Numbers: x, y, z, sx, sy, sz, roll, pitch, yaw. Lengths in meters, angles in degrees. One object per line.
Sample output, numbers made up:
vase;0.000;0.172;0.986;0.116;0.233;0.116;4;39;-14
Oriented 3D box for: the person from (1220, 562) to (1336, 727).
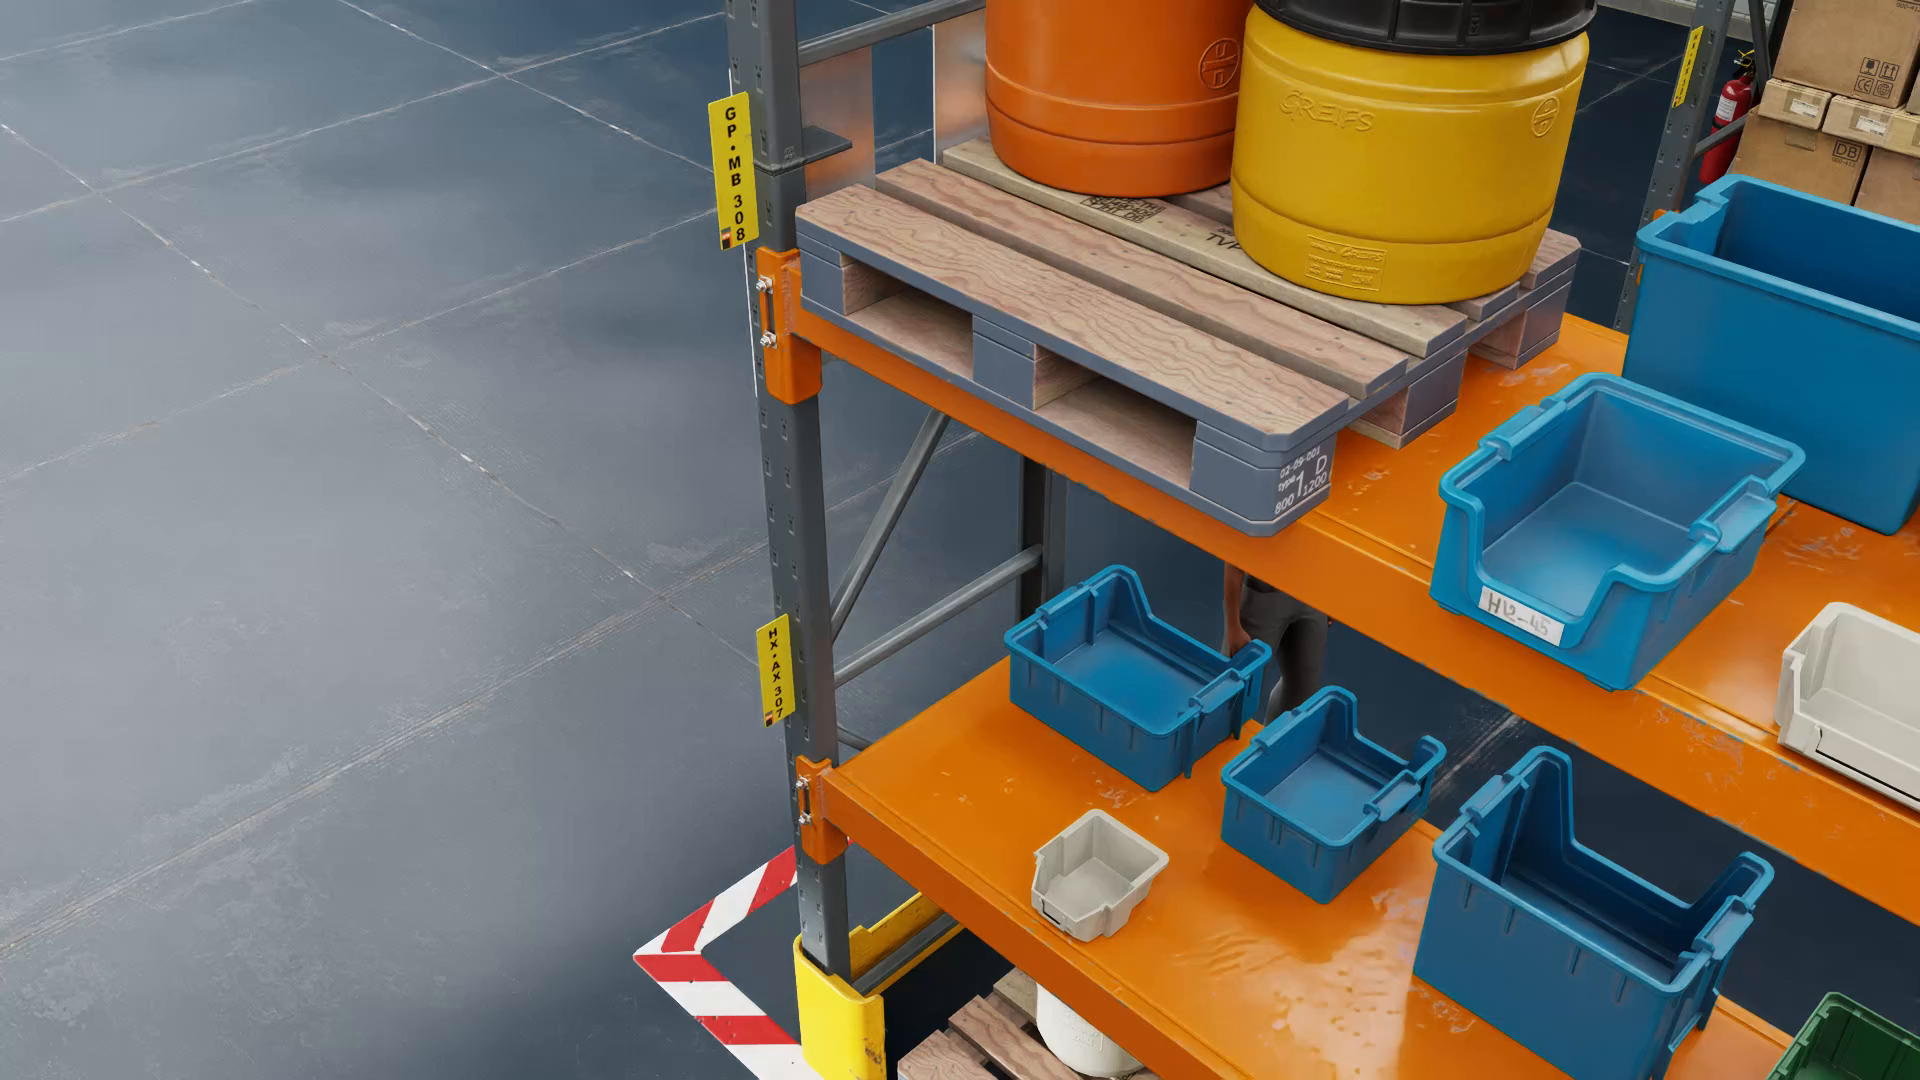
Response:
person;1.128;0.256;5.795;0.531;1.654;0.402;-18;39;-23
